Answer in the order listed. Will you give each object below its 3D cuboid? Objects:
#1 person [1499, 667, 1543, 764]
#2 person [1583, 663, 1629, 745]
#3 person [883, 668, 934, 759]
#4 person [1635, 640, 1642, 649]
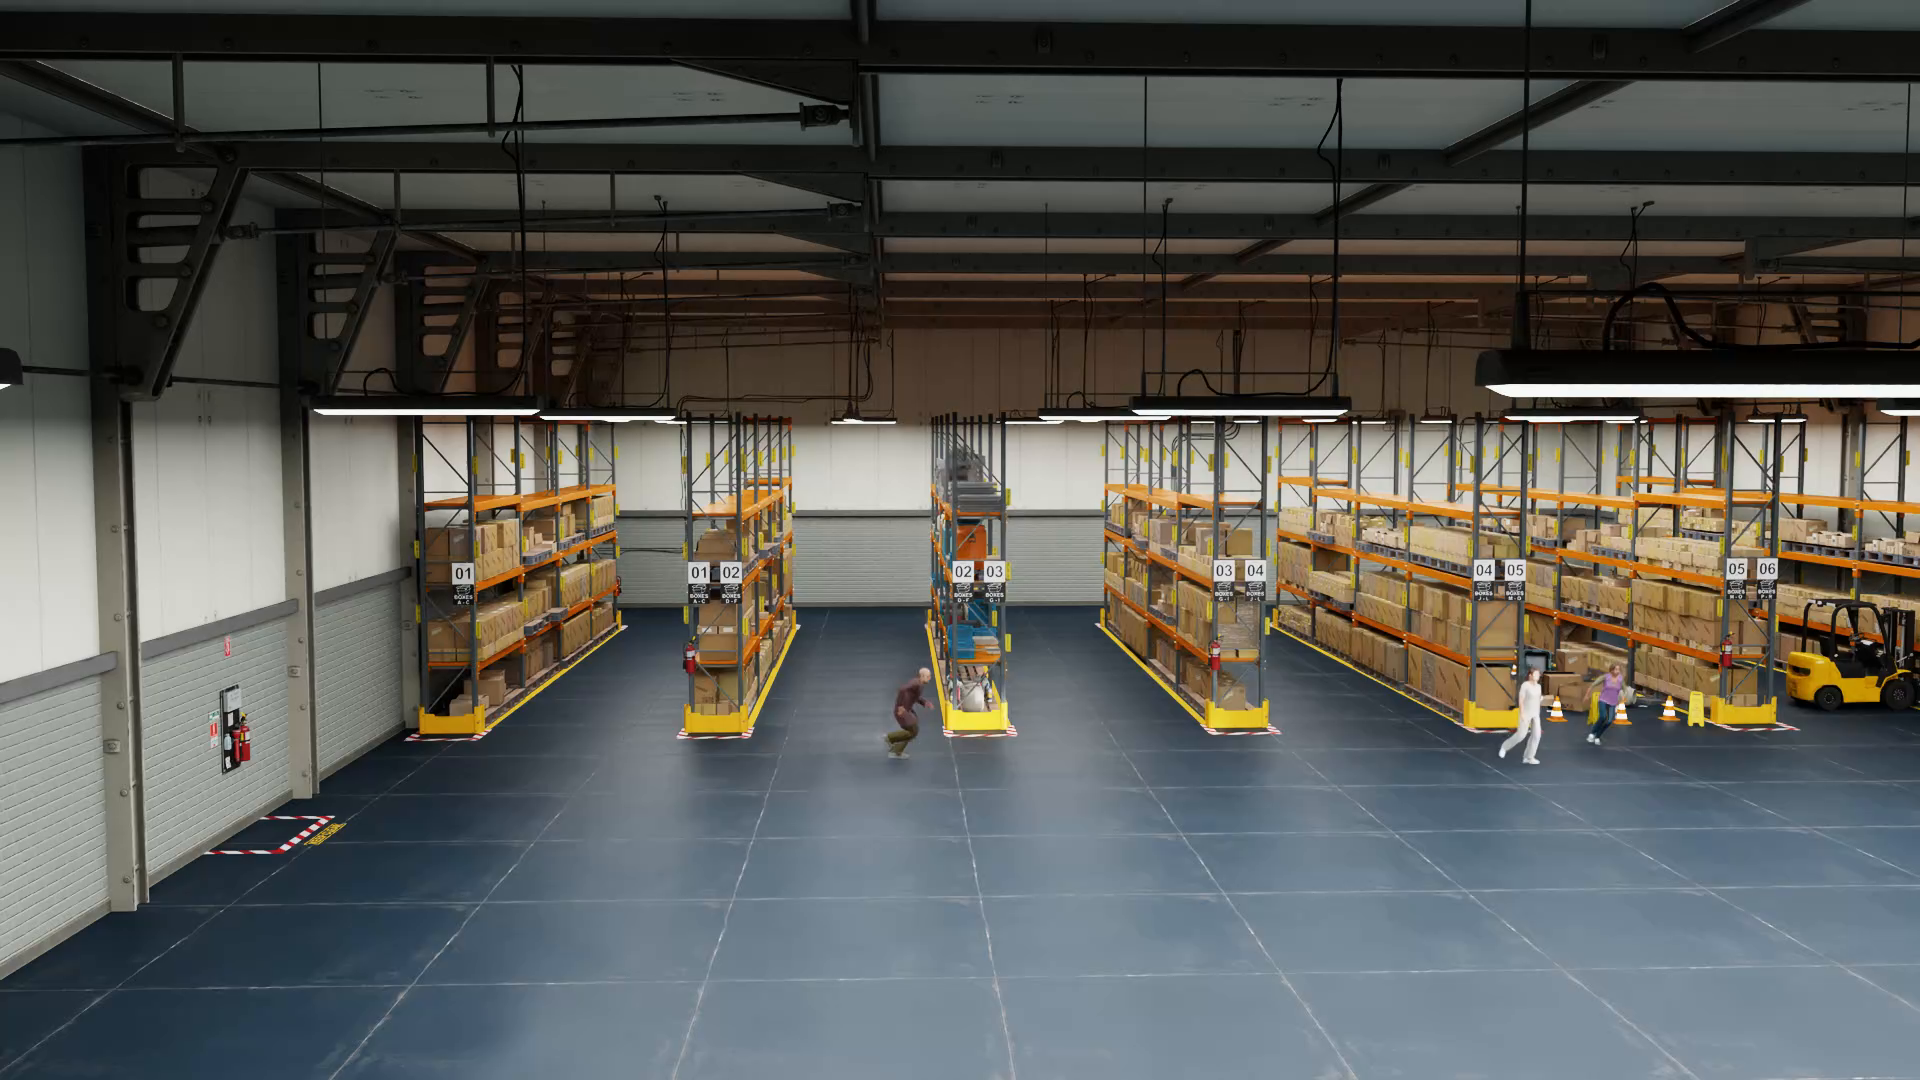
[{"bbox_3d":[9.562,2.965,28.283,0.609,1.645,0.620,-2,4,-24],"label":"person"},{"bbox_3d":[11.655,2.958,29.889,0.713,1.515,0.586,0,4,-7],"label":"person"},{"bbox_3d":[-0.858,2.991,28.569,0.813,1.591,0.736,1,4,8],"label":"person"},{"bbox_3d":[17.585,1.966,42.555,0.660,1.695,0.926,-1,4,-16],"label":"person"}]
